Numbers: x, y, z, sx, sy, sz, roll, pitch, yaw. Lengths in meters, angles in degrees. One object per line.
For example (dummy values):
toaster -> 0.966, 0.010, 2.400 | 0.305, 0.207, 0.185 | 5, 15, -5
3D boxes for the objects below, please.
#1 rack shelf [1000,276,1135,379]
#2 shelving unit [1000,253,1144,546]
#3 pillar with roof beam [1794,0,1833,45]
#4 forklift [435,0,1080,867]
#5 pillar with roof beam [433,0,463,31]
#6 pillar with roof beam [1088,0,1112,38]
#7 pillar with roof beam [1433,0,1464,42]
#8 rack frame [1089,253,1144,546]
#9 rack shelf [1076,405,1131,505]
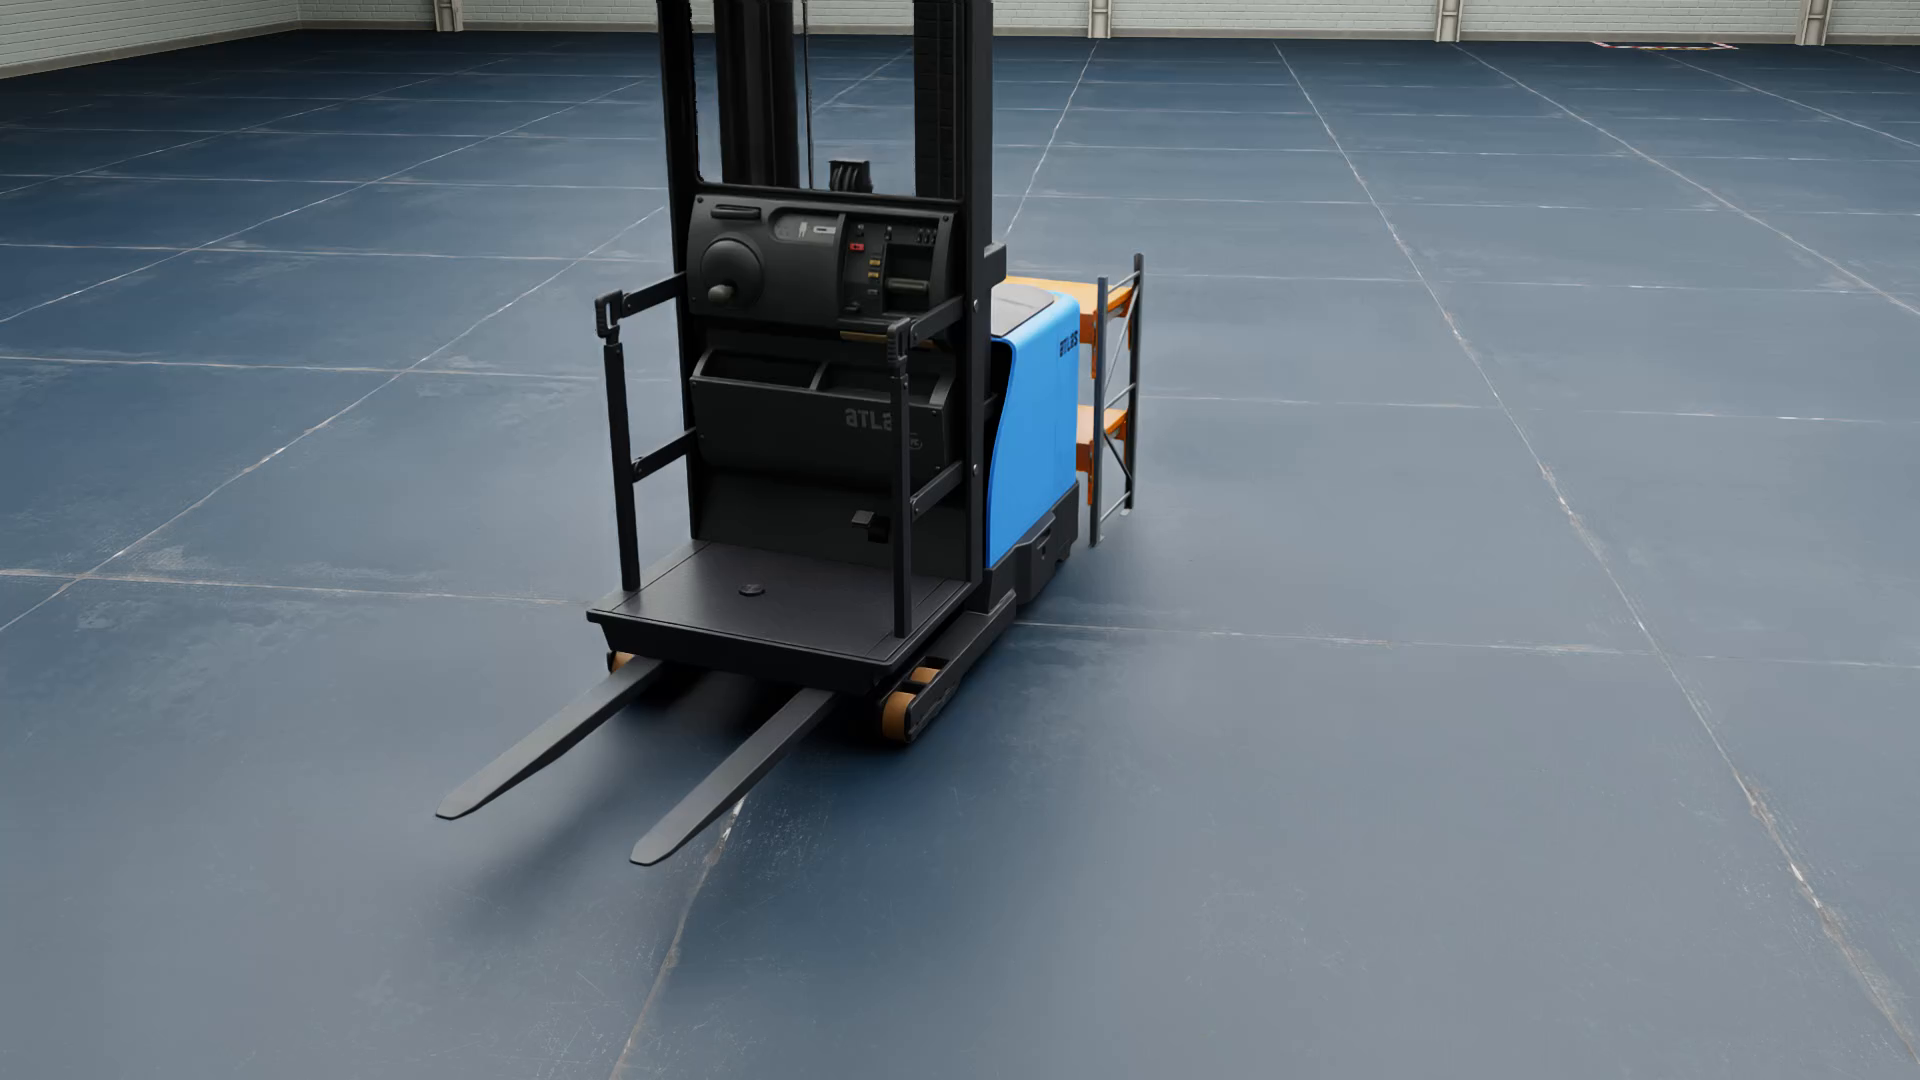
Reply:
rack shelf -> 0.184, -0.930, 6.966 | 1.000, 0.278, 0.538 | 9, 23, 22
shelving unit -> 0.184, -0.658, 7.074 | 1.048, 1.125, 0.538 | 9, 23, 22
pillar with roof beam -> 13.884, -11.011, 22.552 | 0.400, 9.000, 9.100 | 2, 22, 6
forklift -> -0.539, -0.889, 5.202 | 1.130, 2.935, 3.031 | 8, 23, 20
pillar with roof beam -> -9.949, -12.050, 25.178 | 0.400, 9.000, 9.100 | 2, 22, 6
pillar with roof beam -> 1.967, -11.530, 23.865 | 0.400, 9.000, 9.100 | 2, 22, 6
pillar with roof beam -> 7.926, -11.271, 23.209 | 0.400, 9.000, 9.100 | 2, 22, 6
rack frame -> 0.650, -0.582, 6.883 | 0.032, 1.125, 0.500 | 9, 23, 22
rack shelf -> 0.184, -0.430, 7.164 | 1.000, 0.278, 0.538 | 9, 23, 22
